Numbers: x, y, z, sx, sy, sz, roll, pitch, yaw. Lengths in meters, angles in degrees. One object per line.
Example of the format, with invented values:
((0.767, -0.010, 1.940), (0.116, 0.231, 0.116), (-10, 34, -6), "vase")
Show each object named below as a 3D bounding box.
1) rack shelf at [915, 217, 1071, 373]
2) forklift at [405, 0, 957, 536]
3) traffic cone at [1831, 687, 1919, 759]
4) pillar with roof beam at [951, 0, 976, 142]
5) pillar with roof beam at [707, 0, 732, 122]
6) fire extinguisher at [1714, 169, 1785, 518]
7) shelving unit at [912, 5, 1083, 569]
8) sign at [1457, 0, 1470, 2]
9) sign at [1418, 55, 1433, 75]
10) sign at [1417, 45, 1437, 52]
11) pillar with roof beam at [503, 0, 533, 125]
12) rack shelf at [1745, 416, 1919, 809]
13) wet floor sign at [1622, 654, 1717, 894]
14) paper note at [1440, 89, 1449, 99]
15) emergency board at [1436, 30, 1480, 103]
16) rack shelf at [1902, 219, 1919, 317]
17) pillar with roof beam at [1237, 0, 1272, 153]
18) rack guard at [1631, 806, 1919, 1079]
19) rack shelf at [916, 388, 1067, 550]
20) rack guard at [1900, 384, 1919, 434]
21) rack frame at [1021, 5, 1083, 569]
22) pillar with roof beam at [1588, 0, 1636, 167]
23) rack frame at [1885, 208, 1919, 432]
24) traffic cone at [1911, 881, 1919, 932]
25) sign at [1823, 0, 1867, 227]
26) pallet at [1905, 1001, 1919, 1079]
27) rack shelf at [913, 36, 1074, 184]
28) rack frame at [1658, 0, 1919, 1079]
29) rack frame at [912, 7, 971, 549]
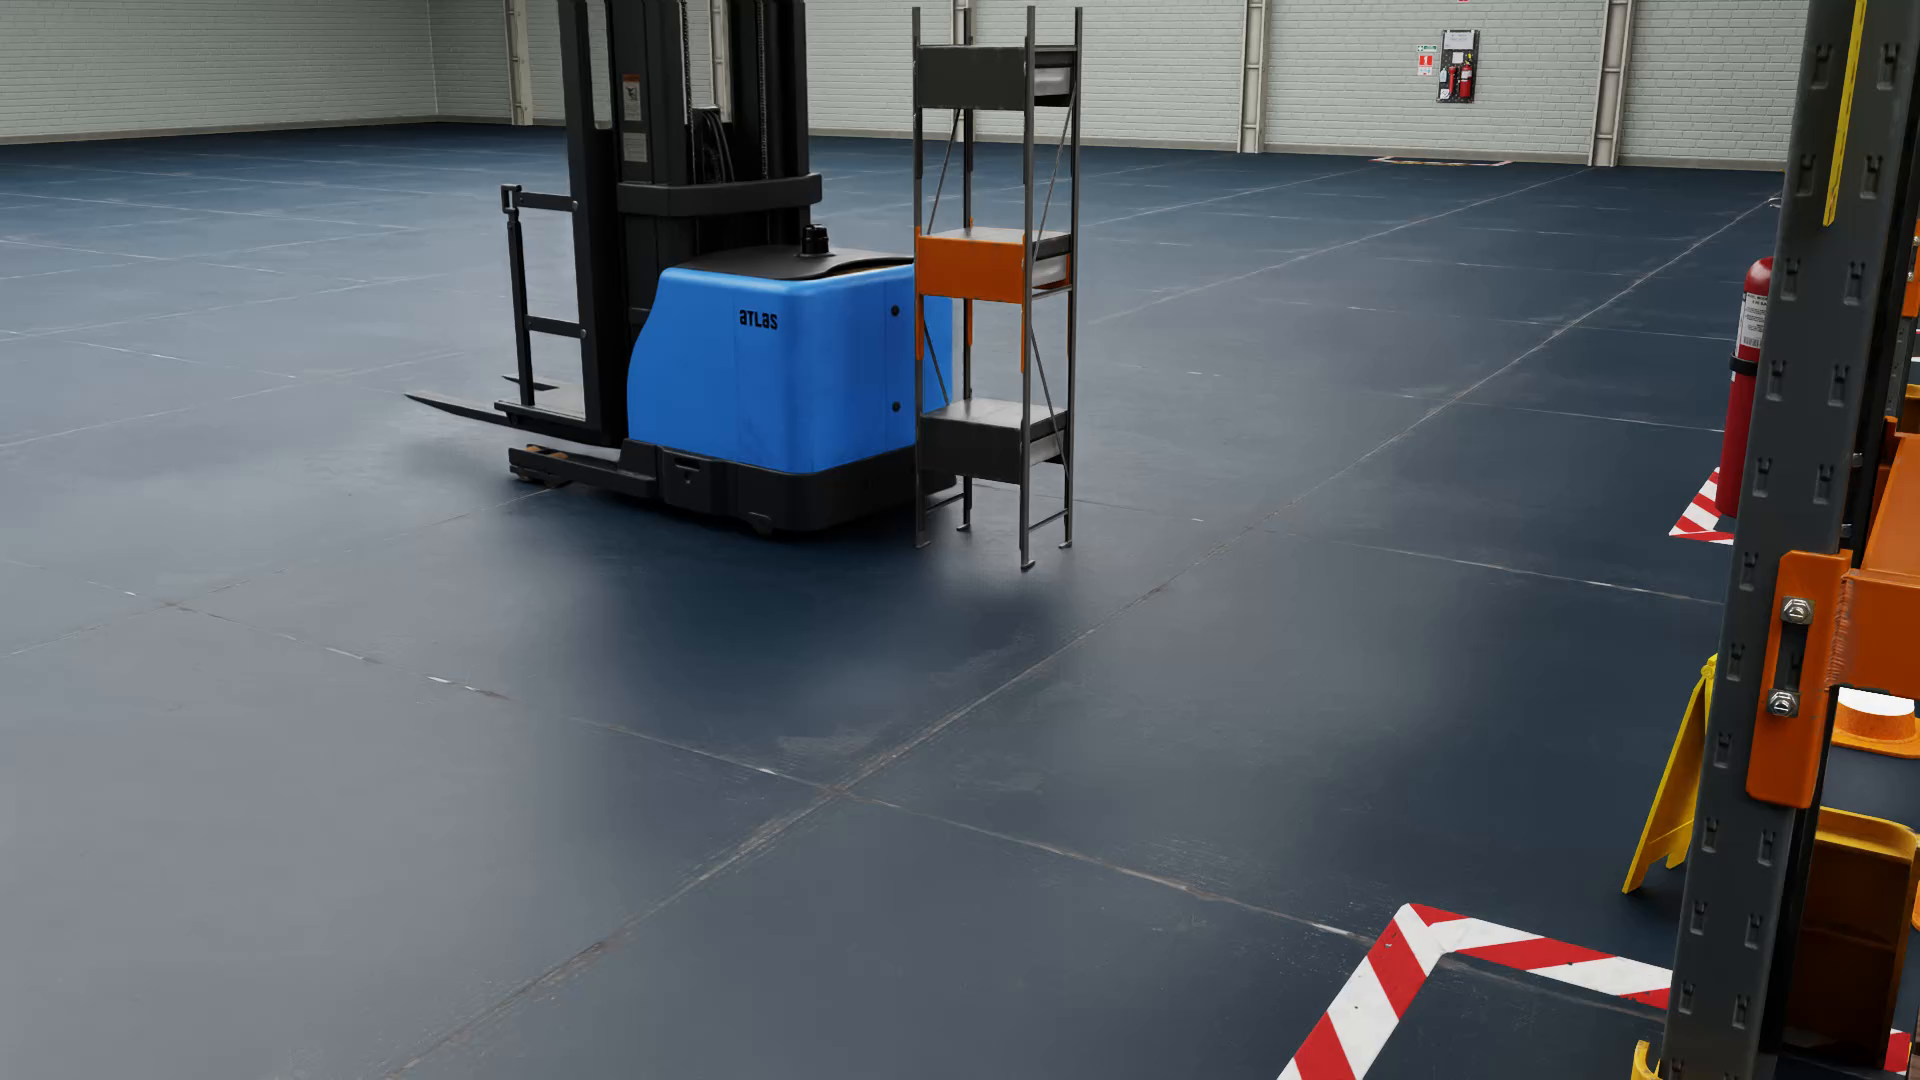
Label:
((0.141, -0.966, 6.497), (0.480, 0.518, 0.431), (10, 20, 30), "rack shelf")
((-1.483, -1.746, 7.587), (3.031, 2.935, 1.130), (13, 21, 37), "forklift")
((2.724, 0.353, 4.921), (0.334, 0.463, 0.336), (10, 20, 30), "traffic cone")
((-2.188, -11.064, 27.823), (0.400, 9.000, 9.100), (10, 20, 30), "pillar with roof beam")
((-7.300, -11.977, 30.828), (0.400, 9.000, 9.100), (10, 20, 30), "pillar with roof beam")
((1.535, -0.374, 3.085), (0.183, 0.674, 0.296), (10, 20, 30), "fire extinguisher")
((0.141, -0.979, 6.493), (0.503, 2.100, 0.431), (10, 20, 30), "shelving unit")
((8.250, -8.955, 27.213), (0.199, 0.298, 0.001), (10, 20, 30), "sign")
((7.788, -7.947, 27.820), (0.234, 0.329, 0.001), (10, 20, 30), "sign")
((7.787, -8.197, 27.734), (0.331, 0.109, 0.001), (10, 20, 30), "sign")
((-12.413, -12.890, 33.832), (0.400, 9.000, 9.100), (10, 20, 30), "pillar with roof beam")
((3.095, 0.369, 1.744), (4.000, 0.370, 1.077), (10, 20, 30), "rack shelf")
((1.789, 0.553, 3.951), (0.267, 0.644, 0.232), (-13, 21, -37), "wet floor sign")
((8.090, -7.443, 27.738), (0.142, 0.148, 0.016), (10, 20, 30), "paper note")
((8.205, -7.820, 27.465), (0.643, 1.169, 0.194), (10, 20, 30), "emergency board")
((5.600, -0.873, 5.831), (4.000, 0.370, 1.077), (10, 20, 30), "rack shelf")
((2.925, -10.152, 24.819), (0.400, 9.000, 9.100), (10, 20, 30), "pillar with roof beam")
((1.456, 0.928, 2.966), (0.348, 0.500, 1.175), (10, 20, 30), "rack guard")
((0.141, -0.297, 6.701), (0.480, 0.518, 0.431), (10, 20, 30), "rack shelf")
((3.875, -0.329, 7.103), (0.348, 0.500, 1.175), (10, 20, 30), "rack guard")
((0.349, -0.942, 6.371), (0.015, 2.100, 0.400), (10, 20, 30), "rack frame")
((8.038, -9.239, 21.814), (0.400, 9.000, 9.100), (10, 20, 30), "pillar with roof beam")
((3.896, -1.521, 6.728), (0.127, 3.000, 1.000), (10, 20, 30), "rack frame")
((2.433, 0.680, 3.846), (0.334, 0.463, 0.336), (10, 20, 30), "traffic cone")
((1.107, -0.559, 2.073), (0.005, 0.325, 0.100), (10, 20, 30), "sign")
((2.130, 1.198, 2.573), (1.213, 0.211, 1.003), (10, 20, 30), "pallet")
((0.141, -1.636, 6.294), (0.480, 0.518, 0.431), (10, 20, 30), "rack shelf")
((1.391, -0.280, 2.641), (0.127, 3.000, 1.000), (10, 20, 30), "rack frame")
((-0.067, -1.017, 6.615), (0.015, 2.100, 0.400), (10, 20, 30), "rack frame")
